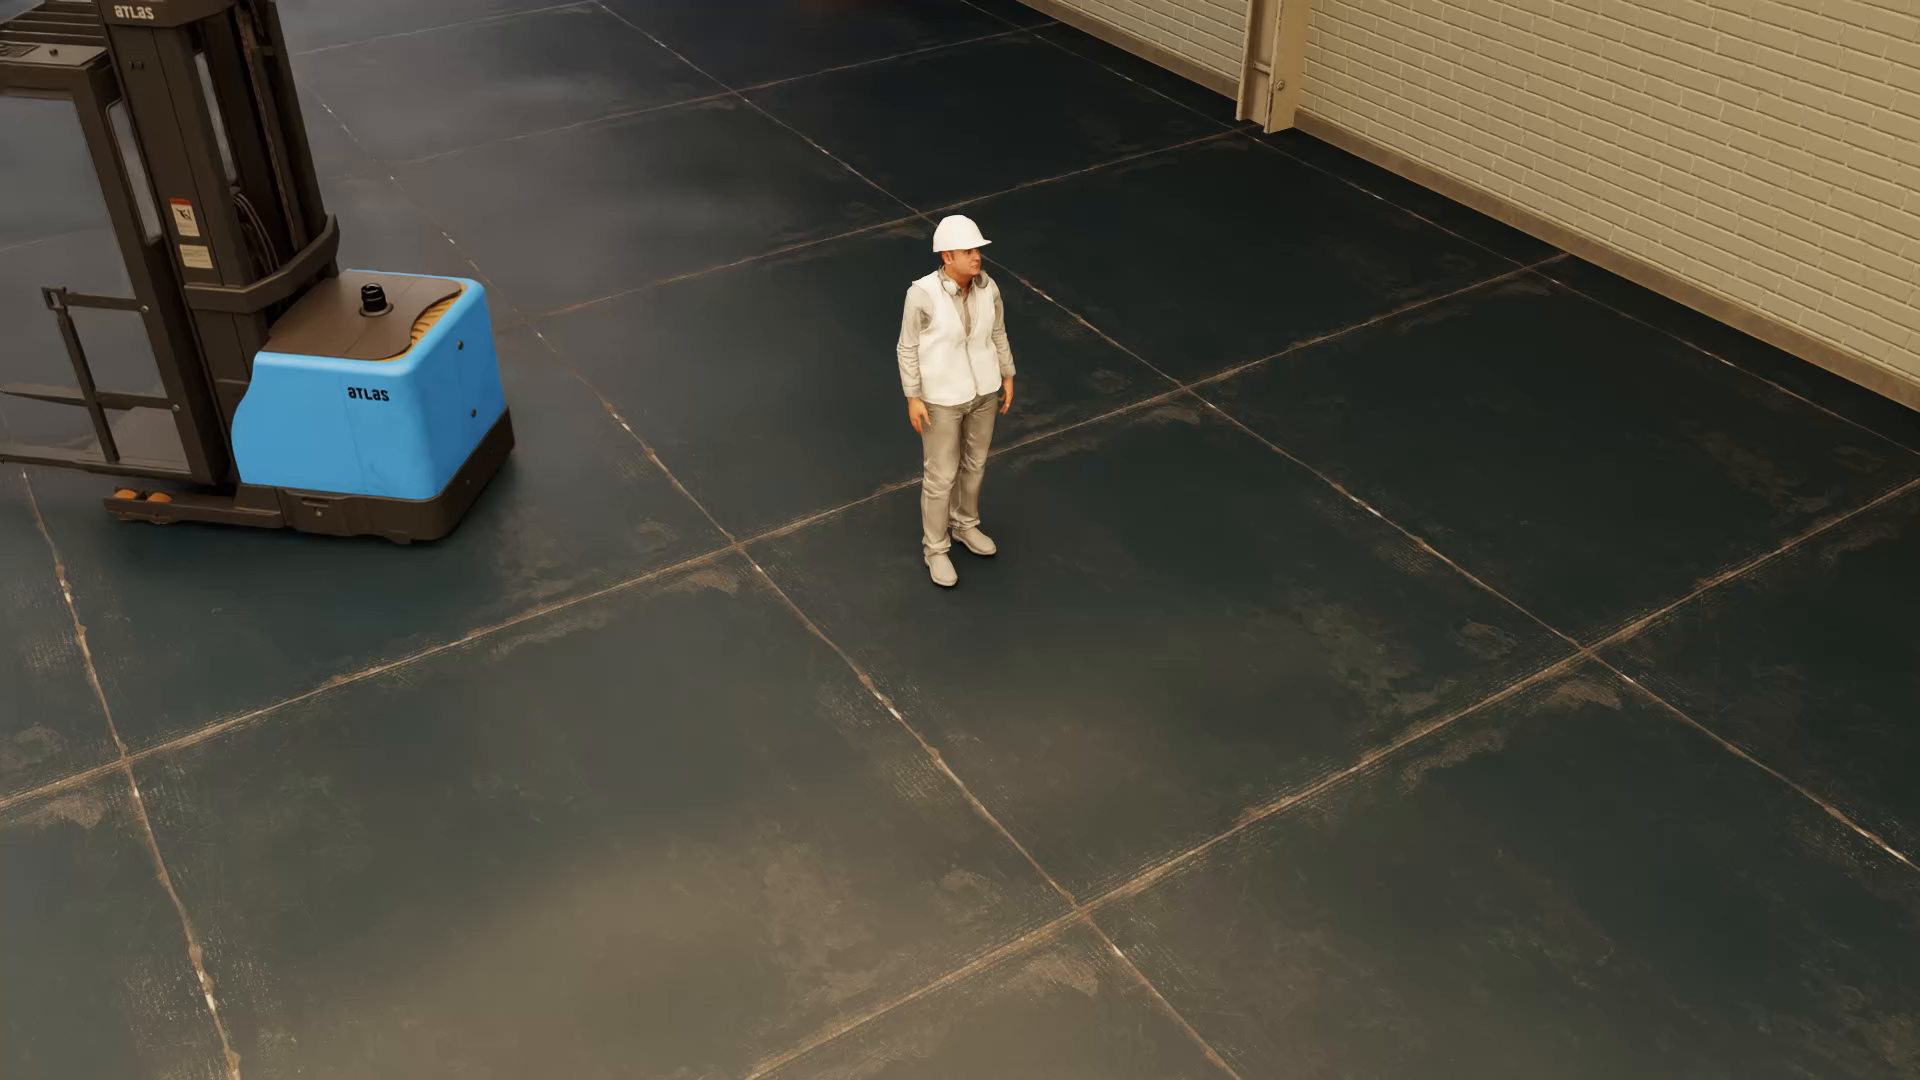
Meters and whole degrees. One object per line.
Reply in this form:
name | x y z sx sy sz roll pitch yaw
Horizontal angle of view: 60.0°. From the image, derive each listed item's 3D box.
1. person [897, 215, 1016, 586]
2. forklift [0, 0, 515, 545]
person | 0.027 -0.699 8.137 0.632 1.773 0.568 -21 40 -27
forklift | -4.064 -1.573 8.386 3.031 2.935 1.130 6 35 8
